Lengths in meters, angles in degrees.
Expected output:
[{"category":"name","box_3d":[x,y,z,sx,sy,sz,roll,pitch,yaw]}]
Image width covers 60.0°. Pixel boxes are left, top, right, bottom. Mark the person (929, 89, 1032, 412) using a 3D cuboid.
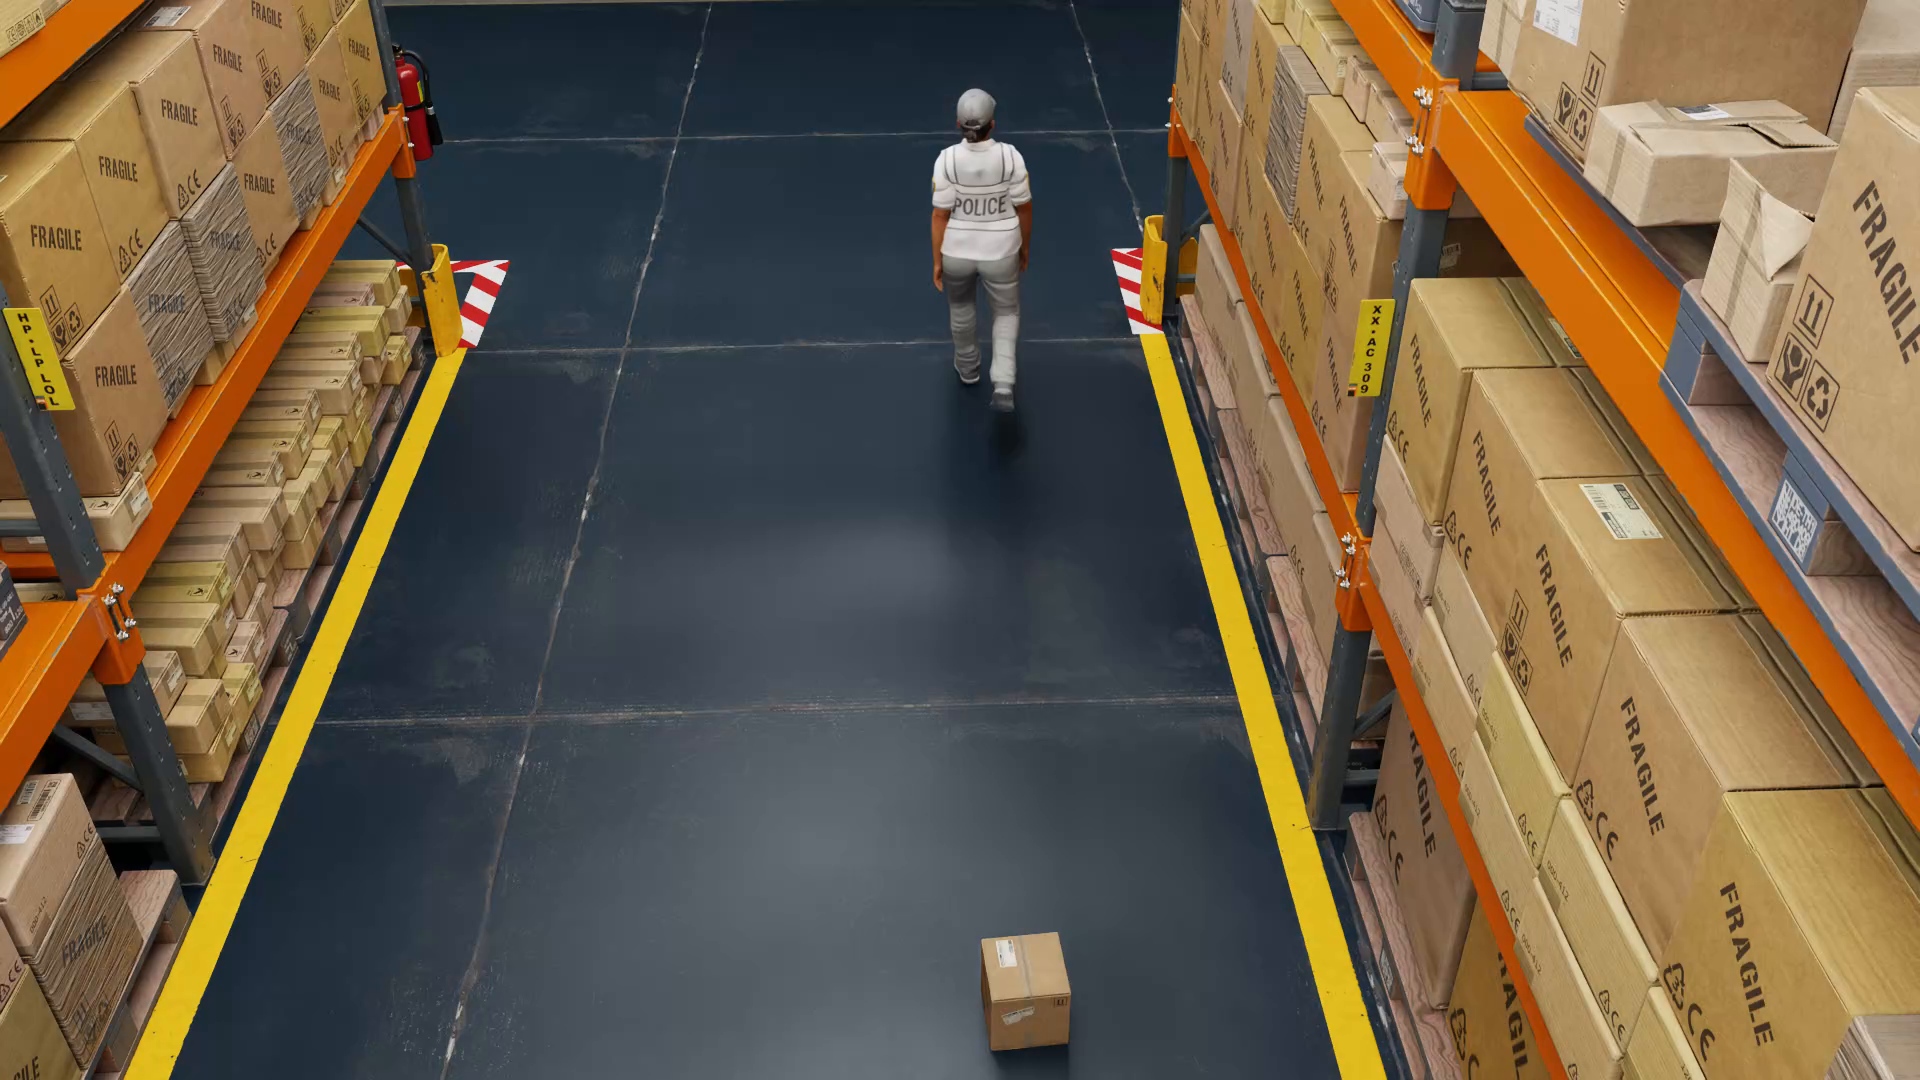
[{"category":"person","box_3d":[0.099,-1.399,8.108,0.498,1.619,0.828,1,35,1]}]
